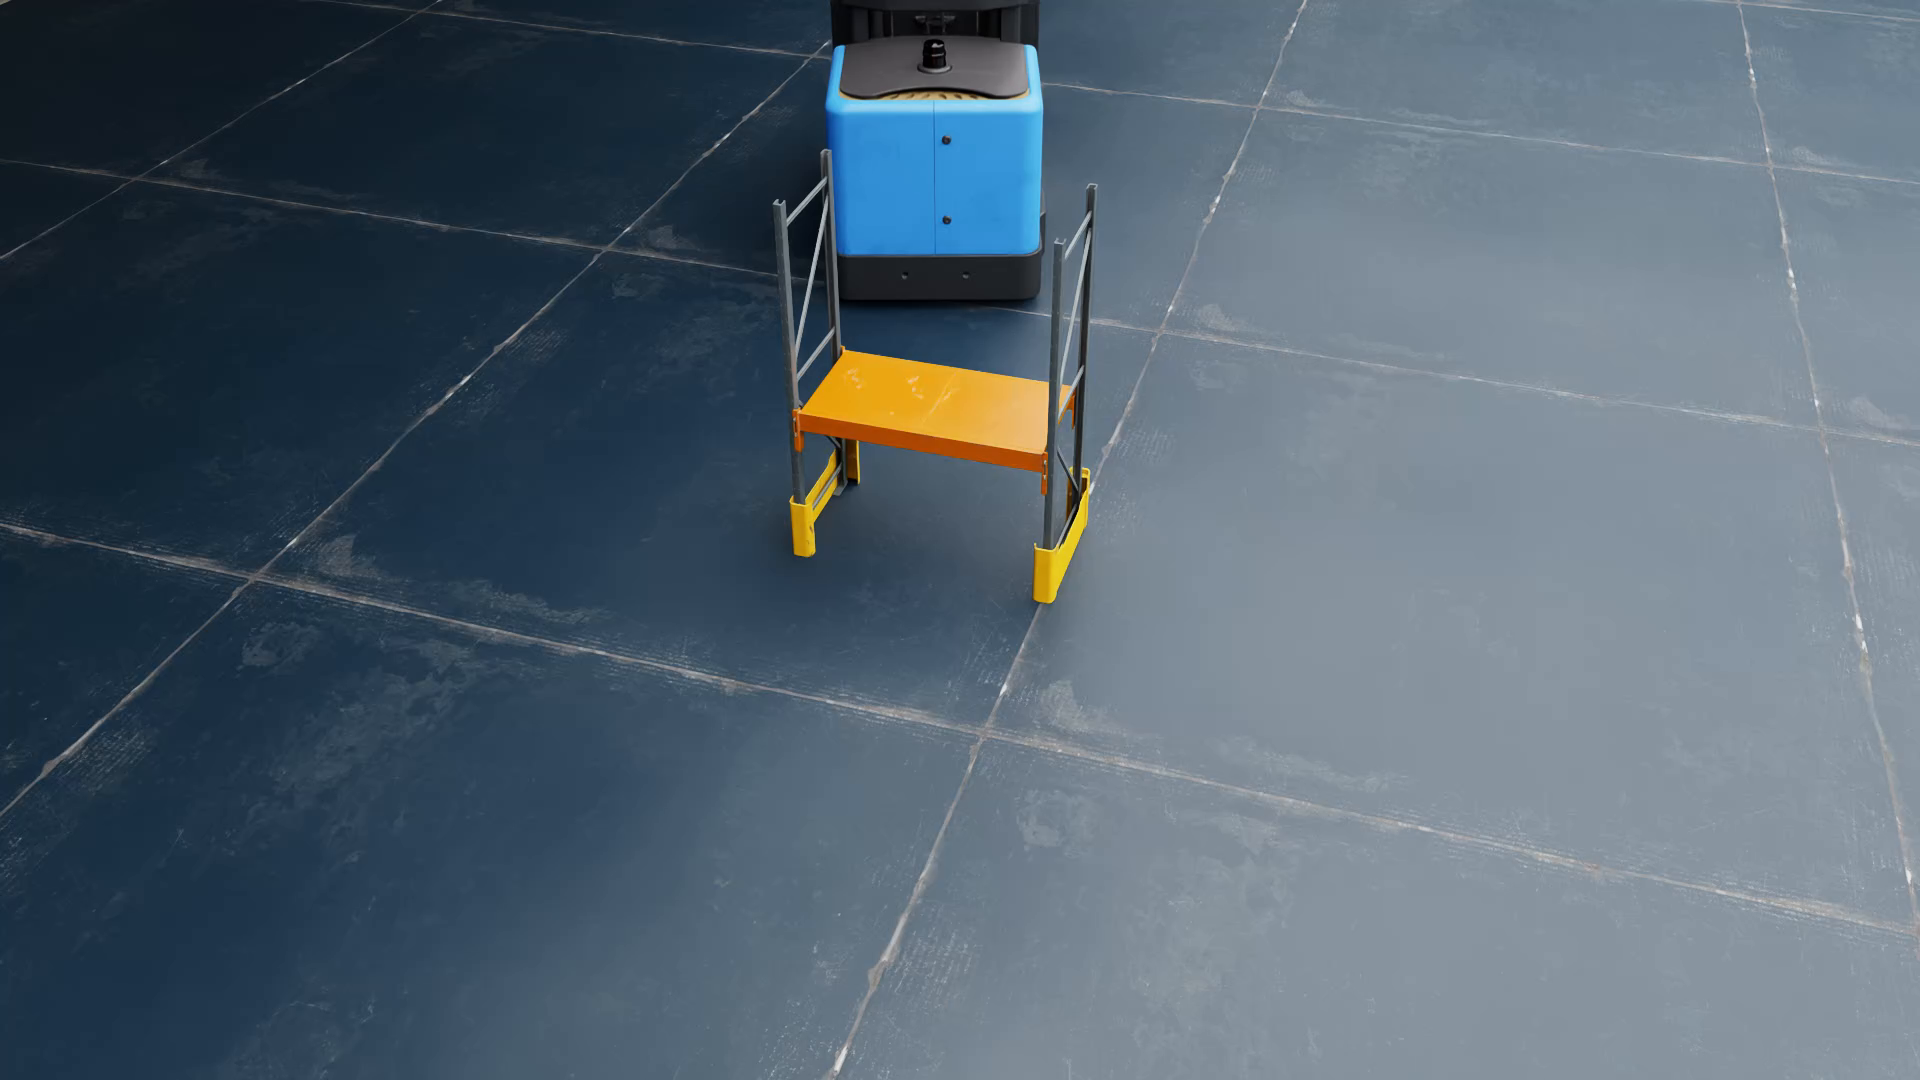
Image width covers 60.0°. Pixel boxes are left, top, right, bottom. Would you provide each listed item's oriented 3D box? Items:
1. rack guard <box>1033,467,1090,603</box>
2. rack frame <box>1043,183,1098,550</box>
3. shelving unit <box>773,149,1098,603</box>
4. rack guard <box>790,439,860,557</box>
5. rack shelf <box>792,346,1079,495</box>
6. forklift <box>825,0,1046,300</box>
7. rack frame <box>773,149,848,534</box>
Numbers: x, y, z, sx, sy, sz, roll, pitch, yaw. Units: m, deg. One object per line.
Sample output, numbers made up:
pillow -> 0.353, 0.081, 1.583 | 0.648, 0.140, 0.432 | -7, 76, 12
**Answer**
rack guard -> 0.403, -0.026, 6.575 | 0.087, 0.250, 0.587 | 10, 38, 14
rack frame -> 0.404, -0.529, 6.204 | 0.032, 1.500, 0.500 | 10, 38, 14
shelving unit -> -0.073, -0.618, 6.324 | 1.083, 1.500, 0.587 | 10, 38, 14
rack guard -> -0.548, -0.202, 6.814 | 0.087, 0.250, 0.587 | 10, 38, 14
rack shelf -> -0.081, -0.474, 6.433 | 1.000, 0.185, 0.538 | 10, 38, 14
forklift -> -0.131, -3.212, 8.642 | 1.130, 2.935, 3.031 | 0, 36, 0
rack frame -> -0.567, -0.709, 6.448 | 0.032, 1.500, 0.500 | 10, 38, 14
